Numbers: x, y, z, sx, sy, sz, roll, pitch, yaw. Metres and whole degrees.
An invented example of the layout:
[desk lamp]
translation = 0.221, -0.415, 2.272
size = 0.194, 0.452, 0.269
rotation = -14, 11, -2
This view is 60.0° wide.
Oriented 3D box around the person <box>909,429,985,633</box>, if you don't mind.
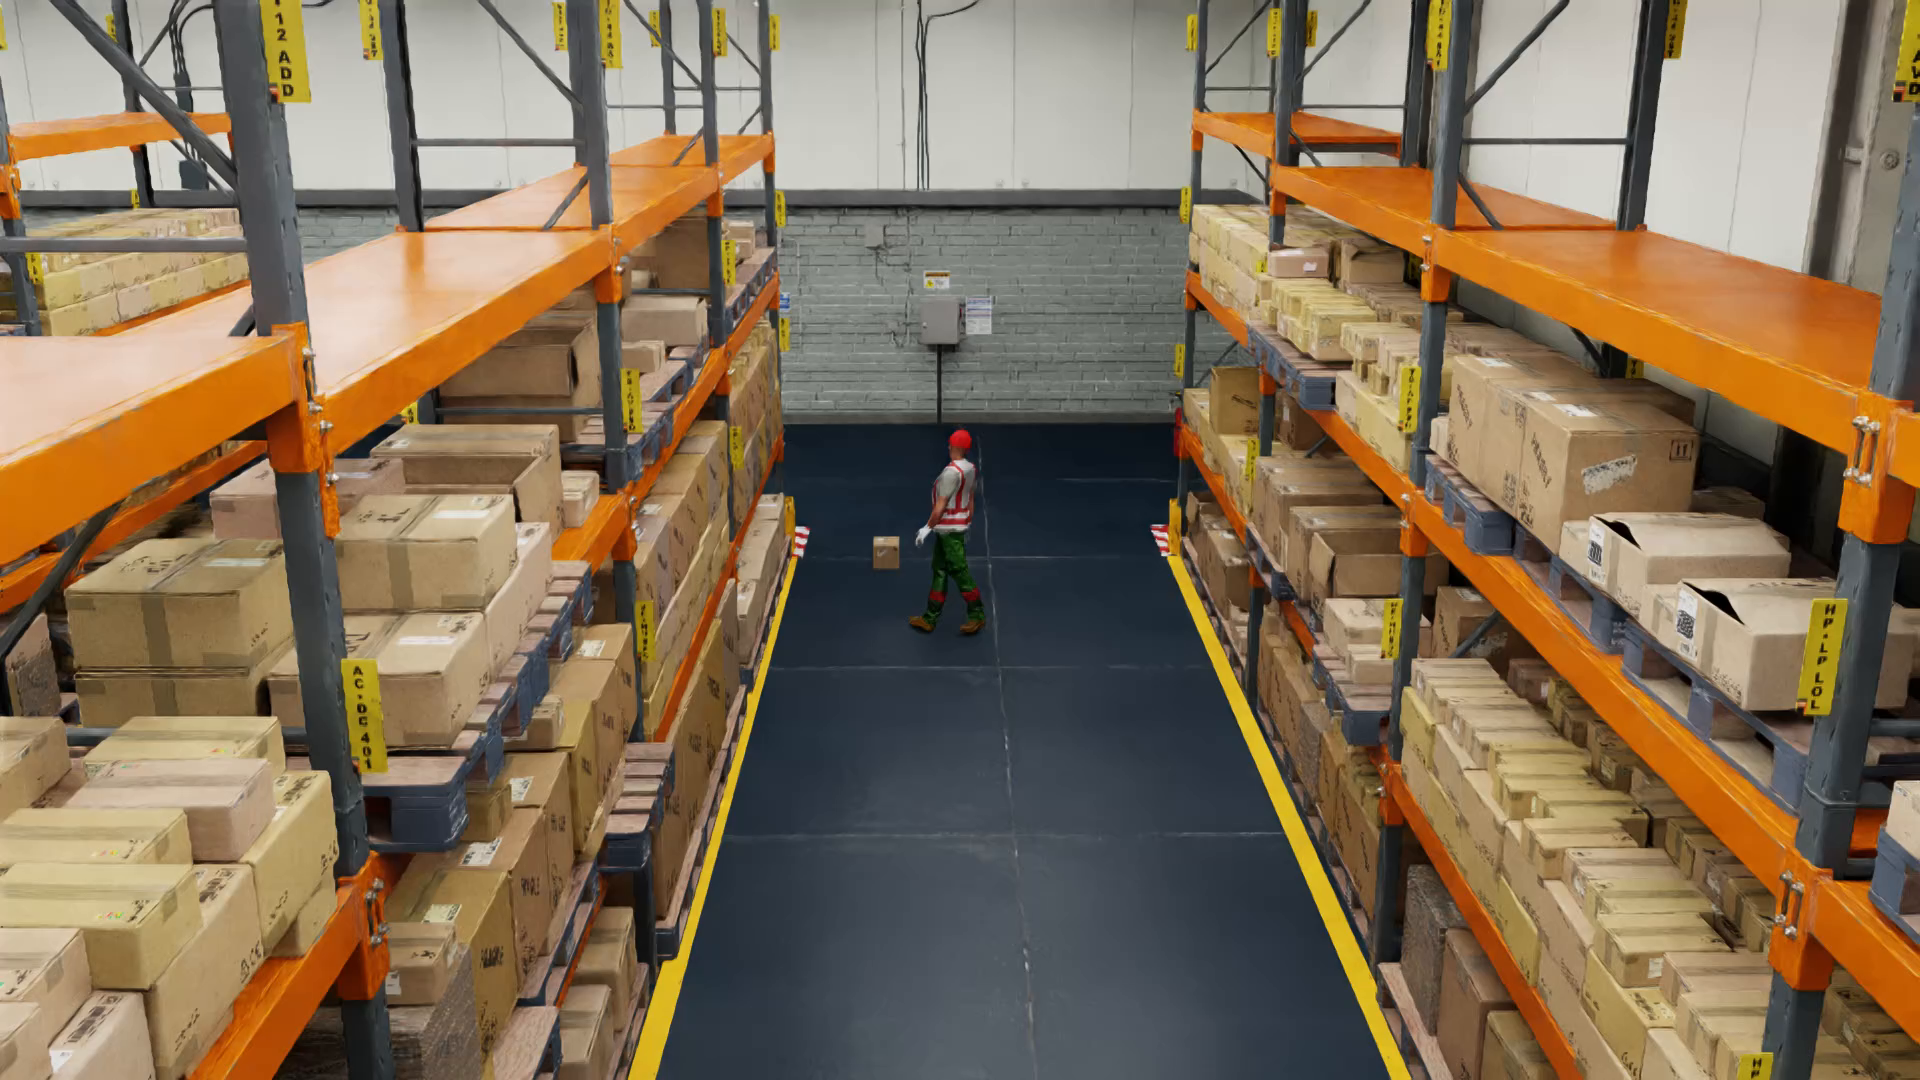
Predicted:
[person]
translation = -0.110, -0.085, 14.407
size = 0.690, 1.752, 0.594
rotation = 3, 17, 9
